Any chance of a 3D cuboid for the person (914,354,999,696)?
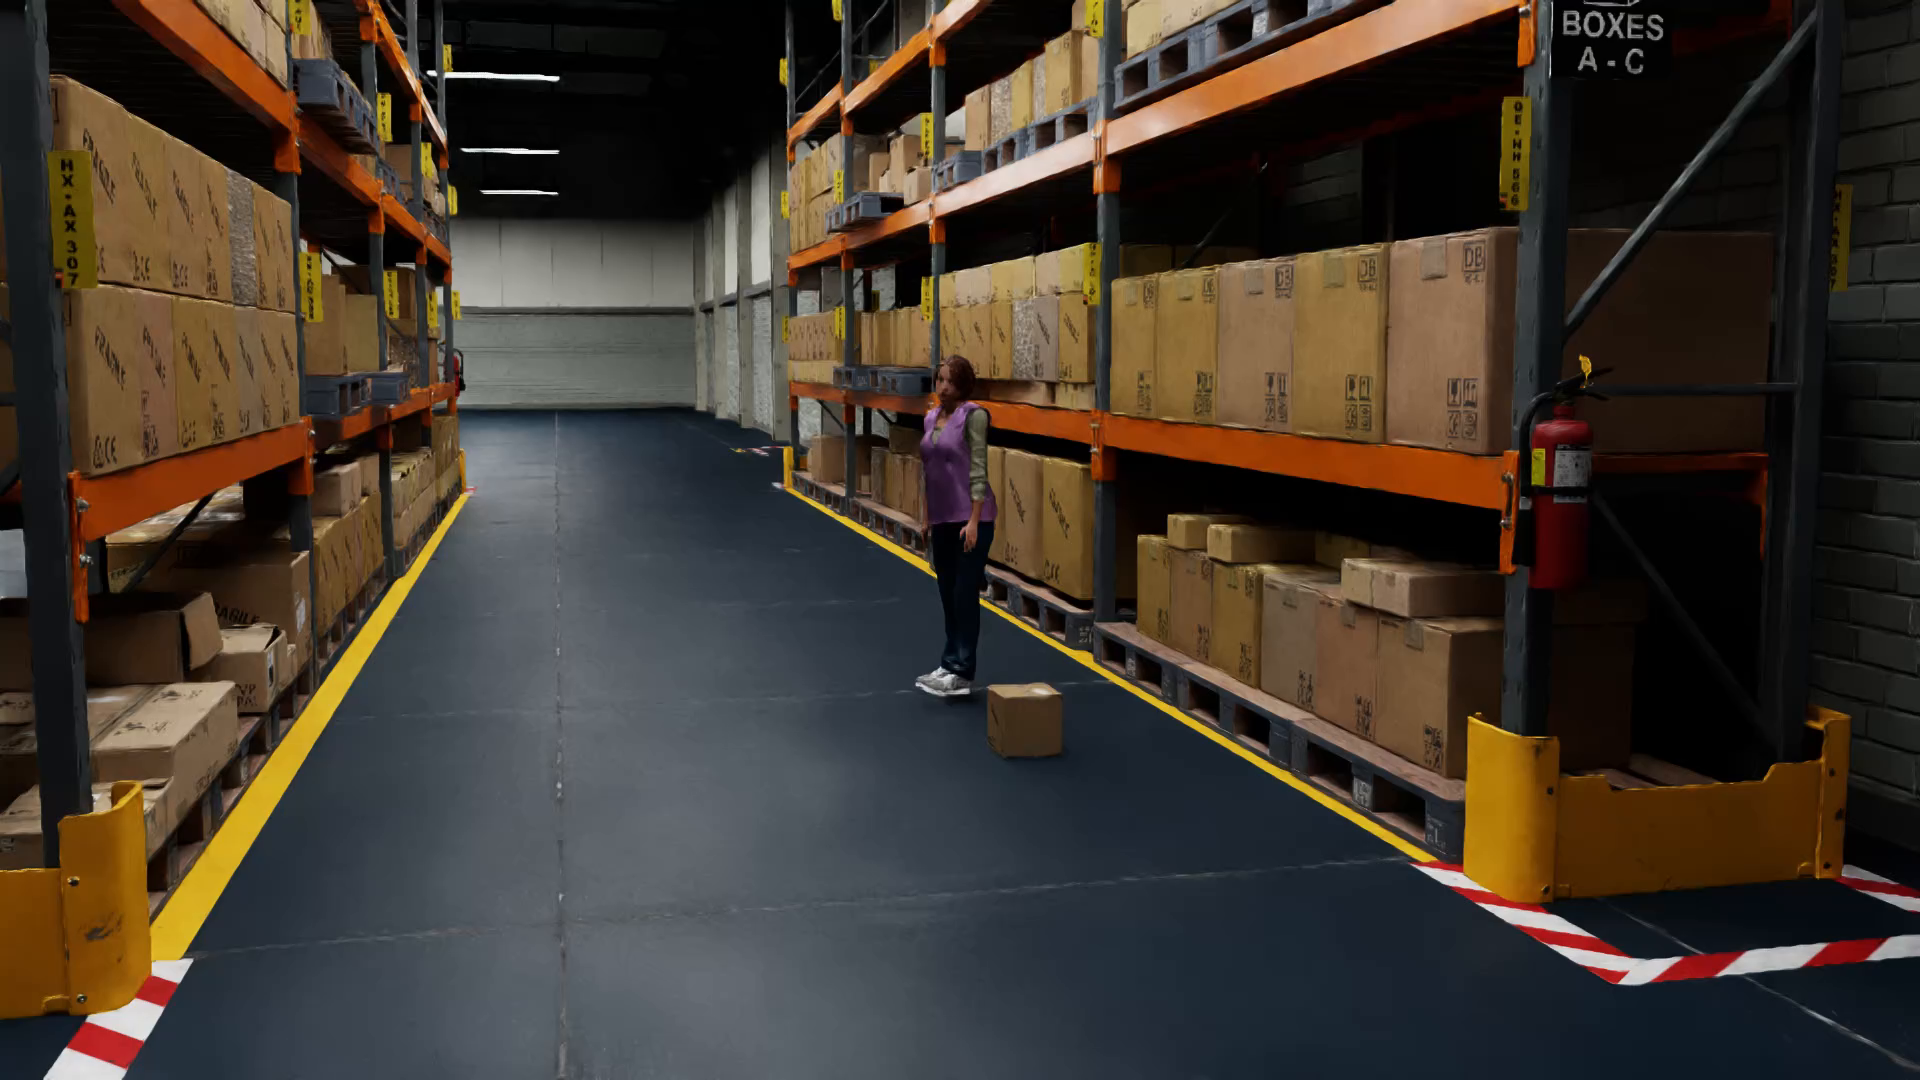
[{"bbox_3d":[-0.075,-0.067,7.799,0.467,1.603,0.482,-6,9,-42],"label":"person"}]
